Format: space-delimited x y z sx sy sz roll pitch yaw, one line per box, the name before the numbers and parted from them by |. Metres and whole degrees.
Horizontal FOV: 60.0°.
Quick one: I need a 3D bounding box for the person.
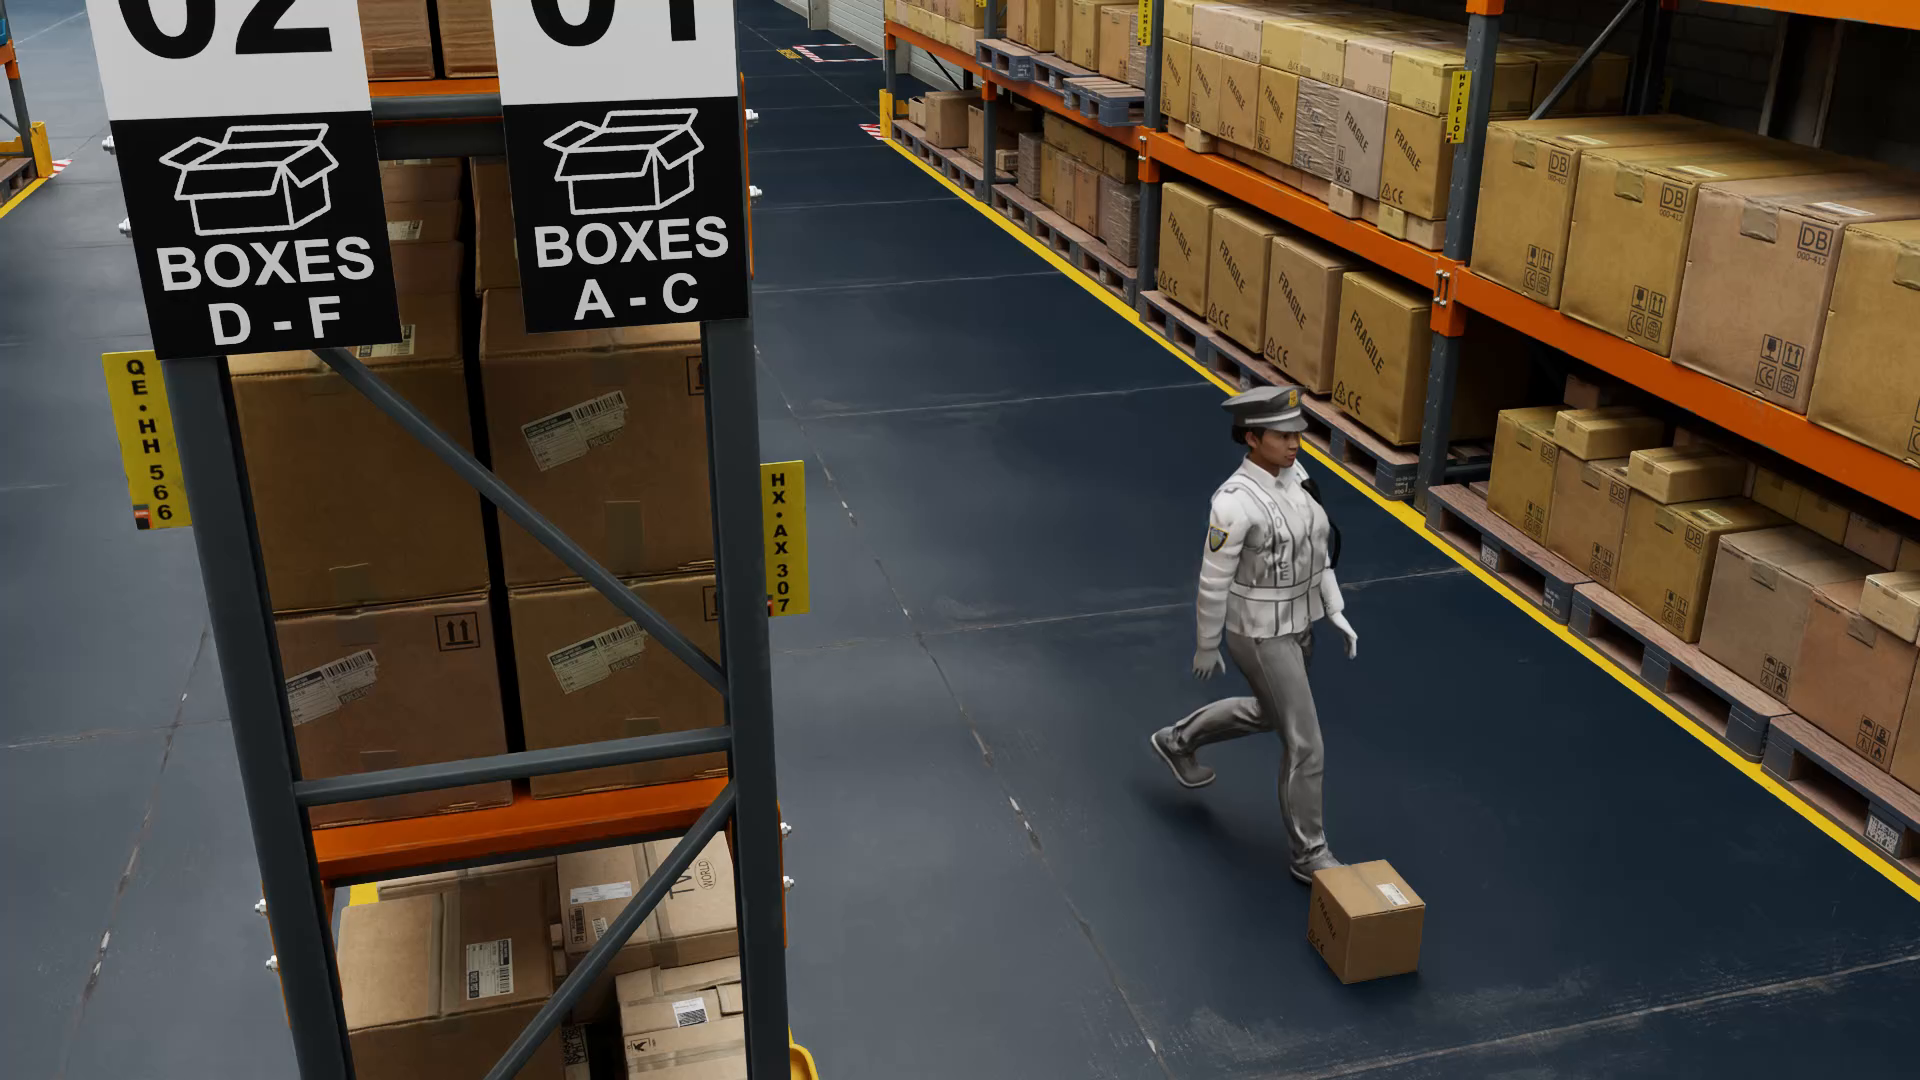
person | 1.028 0.273 5.438 0.939 1.635 0.488 16 28 32
